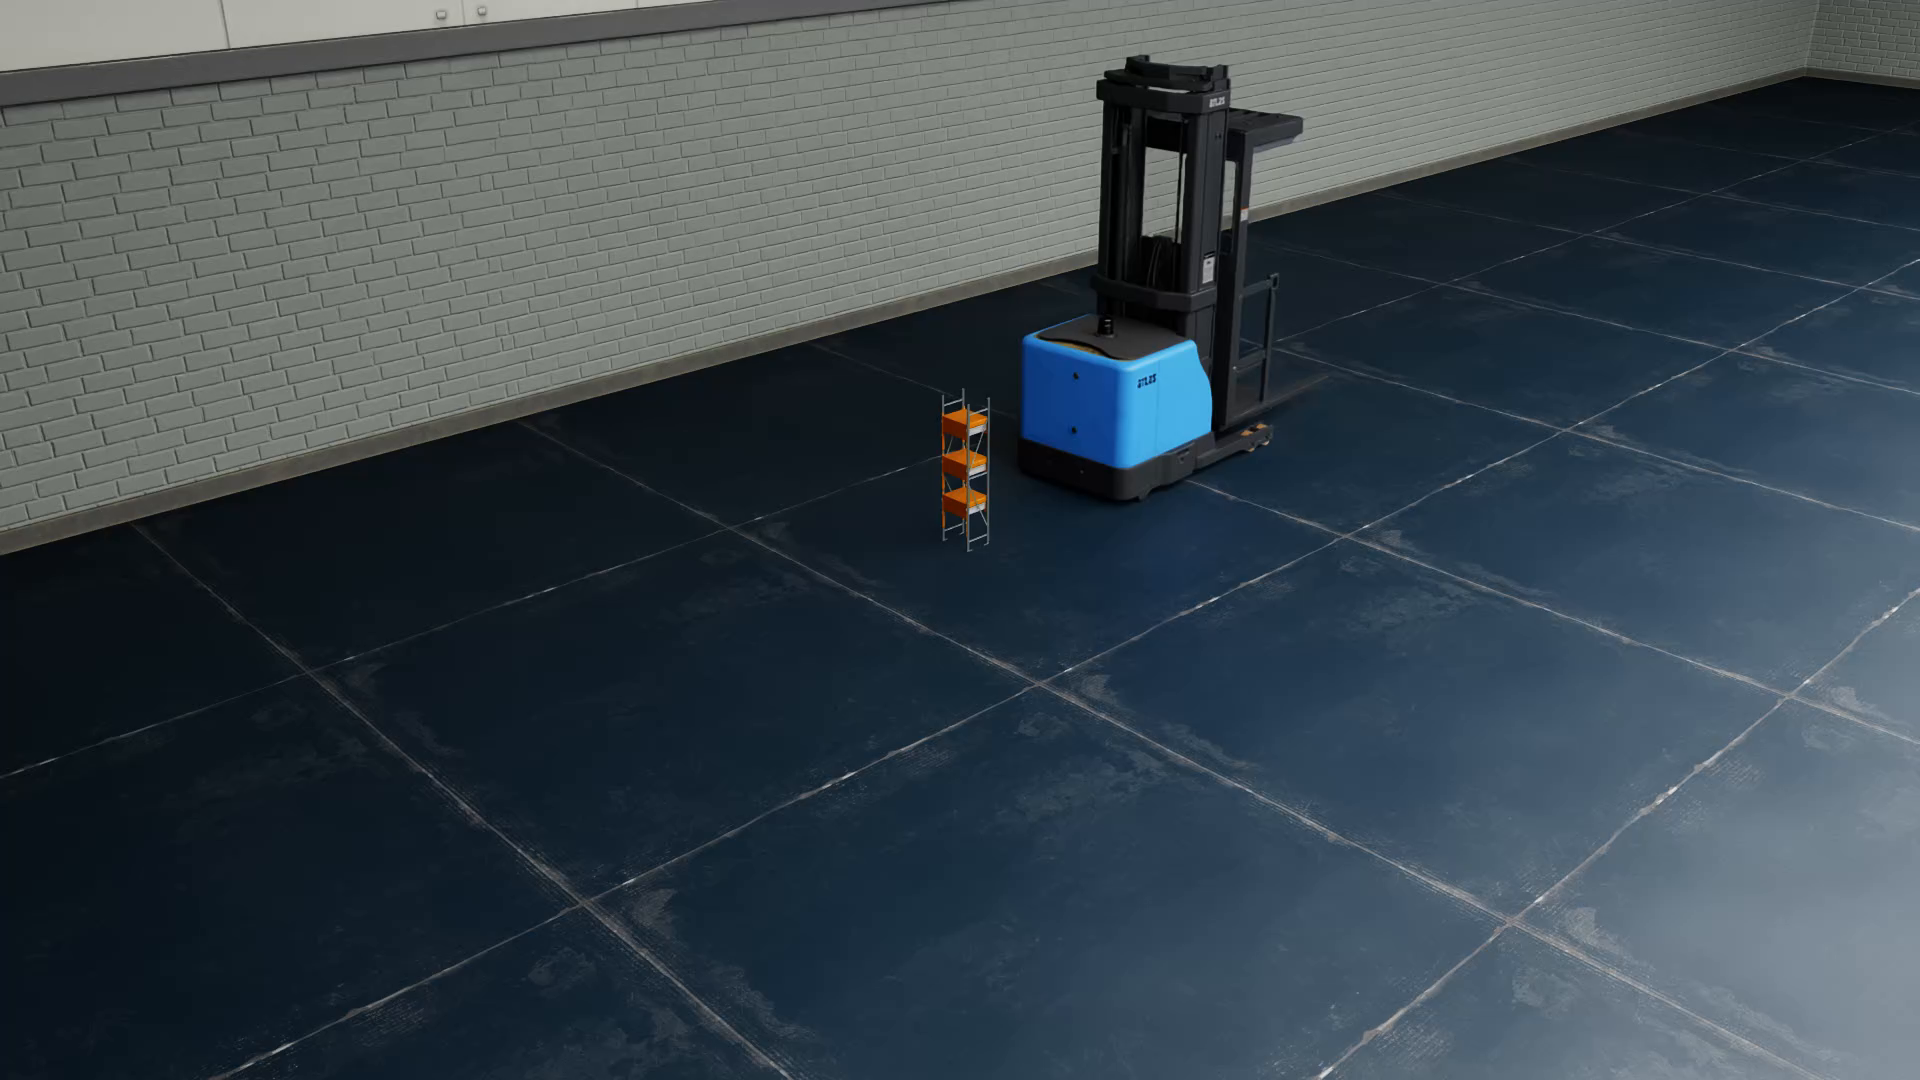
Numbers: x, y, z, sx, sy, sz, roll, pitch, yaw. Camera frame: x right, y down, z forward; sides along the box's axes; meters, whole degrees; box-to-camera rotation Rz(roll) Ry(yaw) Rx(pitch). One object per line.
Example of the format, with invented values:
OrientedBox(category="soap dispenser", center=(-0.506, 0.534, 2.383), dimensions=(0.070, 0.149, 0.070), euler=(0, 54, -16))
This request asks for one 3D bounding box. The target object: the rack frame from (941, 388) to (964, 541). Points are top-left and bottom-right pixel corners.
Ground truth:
OrientedBox(category="rack frame", center=(-0.047, -0.498, 11.182), dimensions=(0.200, 1.050, 0.008), euler=(-21, 32, -38))

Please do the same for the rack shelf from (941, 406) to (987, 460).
OrientedBox(category="rack shelf", center=(0.037, -0.710, 10.988), dimensions=(0.215, 0.259, 0.240), euler=(-21, 32, -38))

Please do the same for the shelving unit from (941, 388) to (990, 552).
OrientedBox(category="shelving unit", center=(0.037, -0.461, 11.101), dimensions=(0.215, 1.050, 0.252), euler=(-21, 32, -38))

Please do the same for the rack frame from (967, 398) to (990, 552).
OrientedBox(category="rack frame", center=(0.120, -0.424, 11.020), dimensions=(0.200, 1.050, 0.008), euler=(-21, 32, -38))

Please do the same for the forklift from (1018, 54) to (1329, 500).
OrientedBox(category="forklift", center=(1.800, -2.139, 12.512), dimensions=(1.130, 2.935, 3.031), euler=(21, 32, 38))

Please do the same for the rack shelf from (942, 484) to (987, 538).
OrientedBox(category="rack shelf", center=(0.037, -0.199, 11.221), dimensions=(0.215, 0.259, 0.240), euler=(-21, 32, -38))

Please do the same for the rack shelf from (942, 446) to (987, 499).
OrientedBox(category="rack shelf", center=(0.037, -0.452, 11.106), dimensions=(0.215, 0.259, 0.240), euler=(-21, 32, -38))
